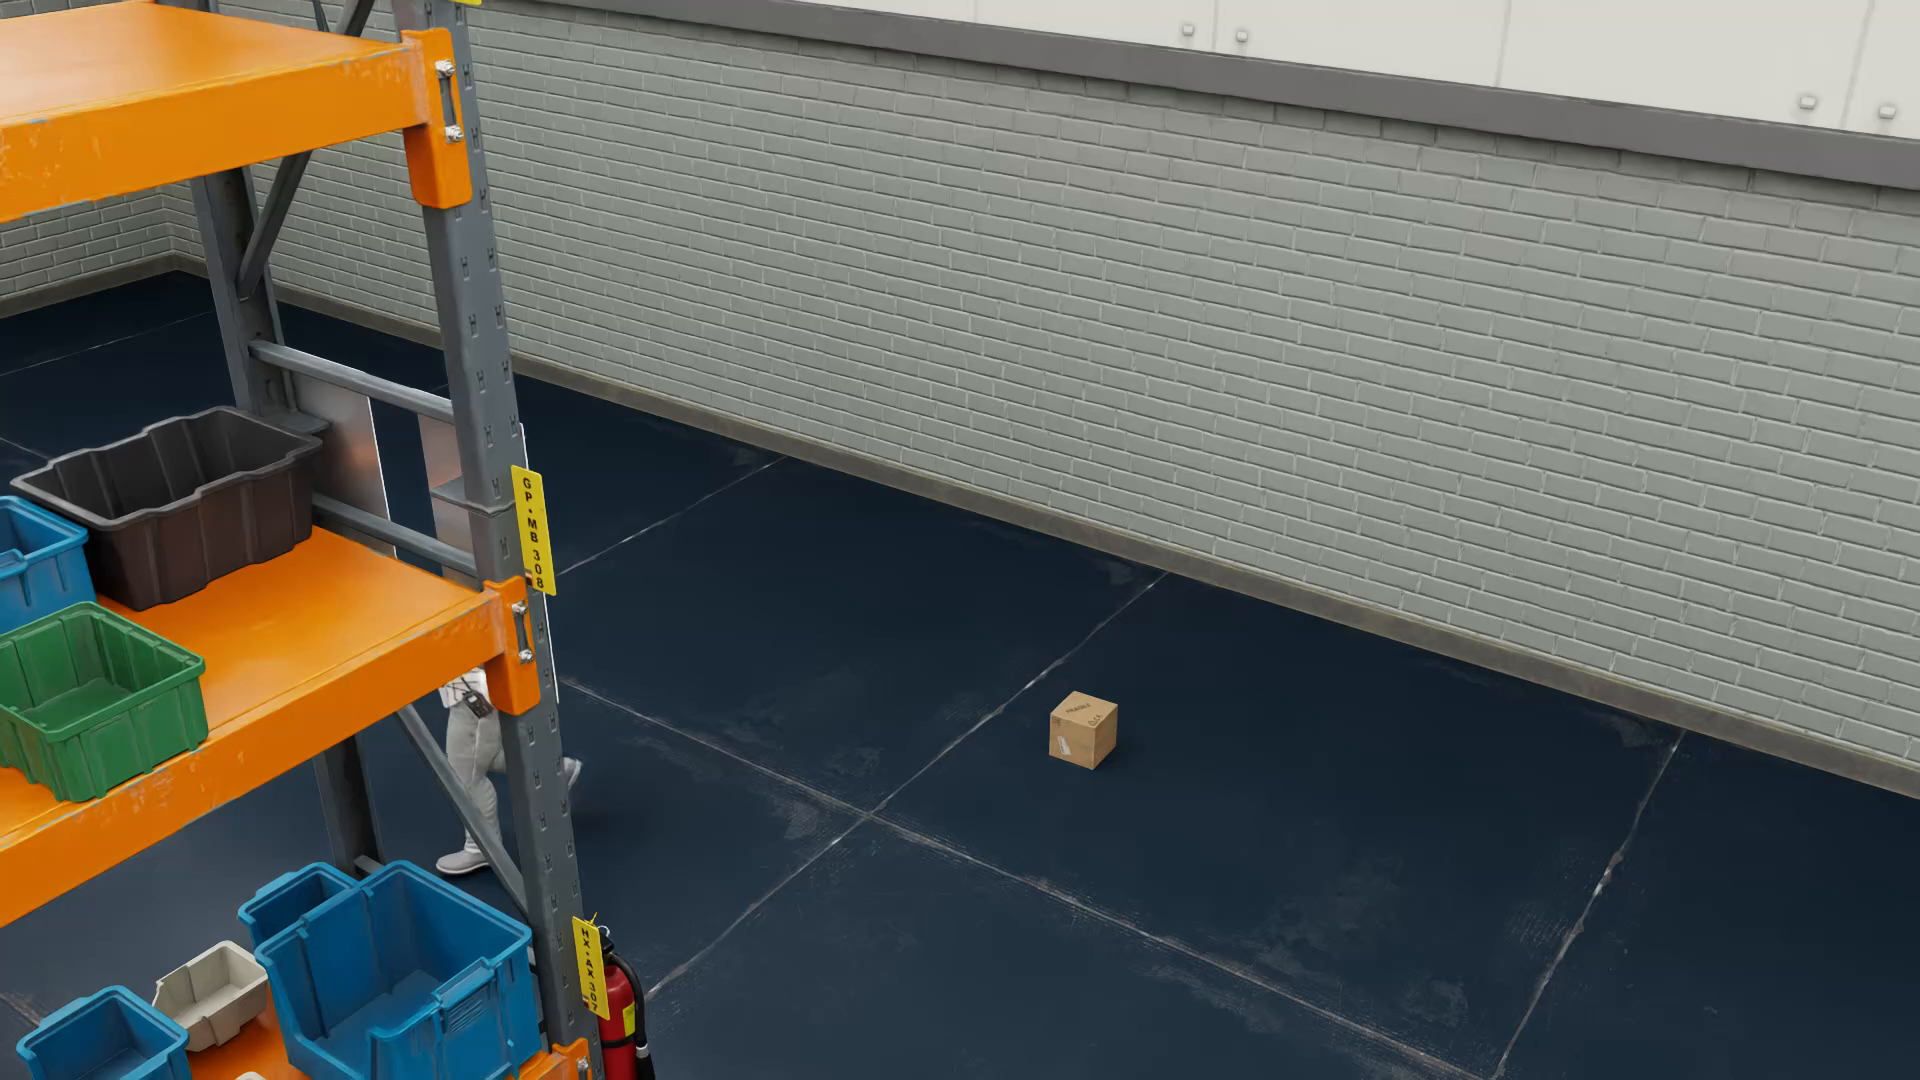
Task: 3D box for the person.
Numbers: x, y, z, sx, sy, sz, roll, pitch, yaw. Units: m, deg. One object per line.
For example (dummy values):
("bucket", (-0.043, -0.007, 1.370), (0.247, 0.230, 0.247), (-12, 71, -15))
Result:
("person", (-2.045, 0.674, 7.269), (0.699, 1.639, 0.479), (-9, 28, -17))
